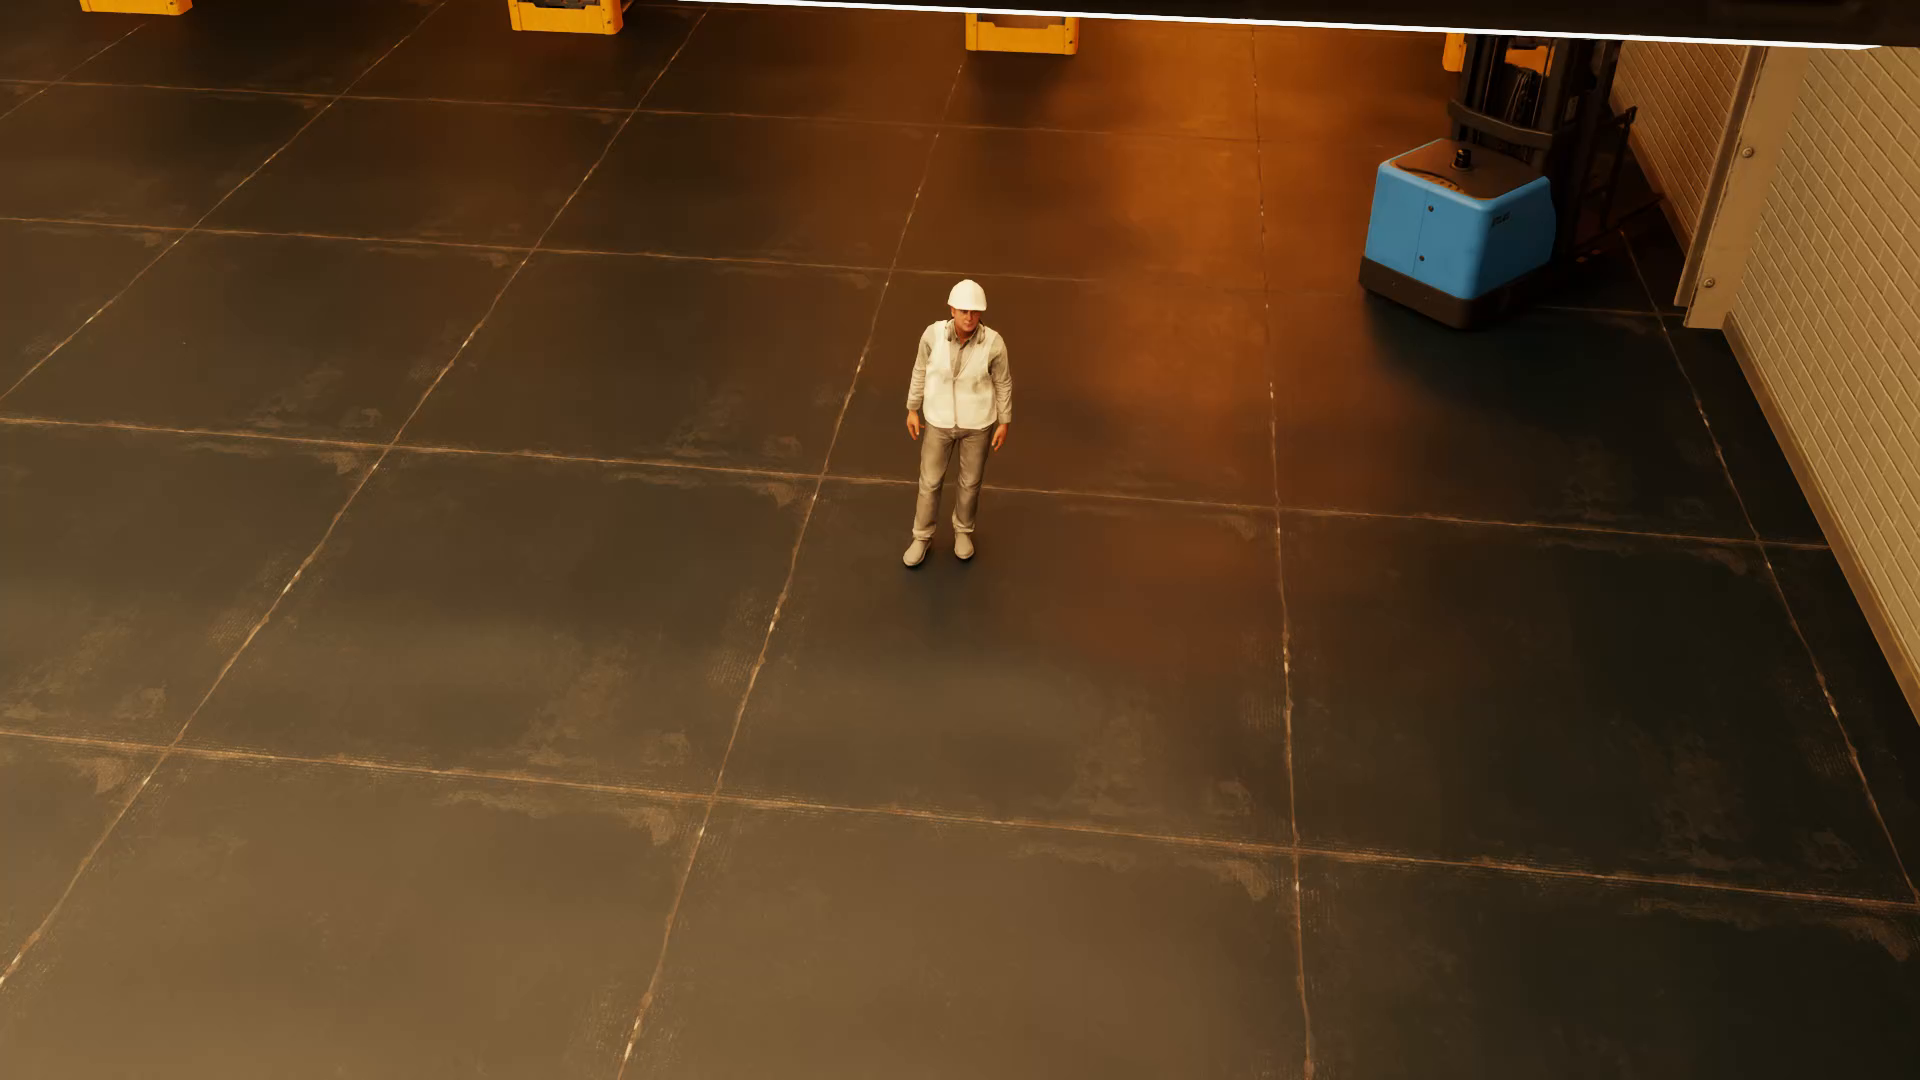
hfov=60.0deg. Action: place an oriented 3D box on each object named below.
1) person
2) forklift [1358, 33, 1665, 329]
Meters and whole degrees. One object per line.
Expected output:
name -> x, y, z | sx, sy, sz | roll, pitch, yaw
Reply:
person -> -0.015, -0.683, 9.920 | 0.634, 1.775, 0.566 | 4, 37, 6
forklift -> 4.601, -3.503, 12.782 | 3.031, 2.935, 1.130 | -26, 44, -31
